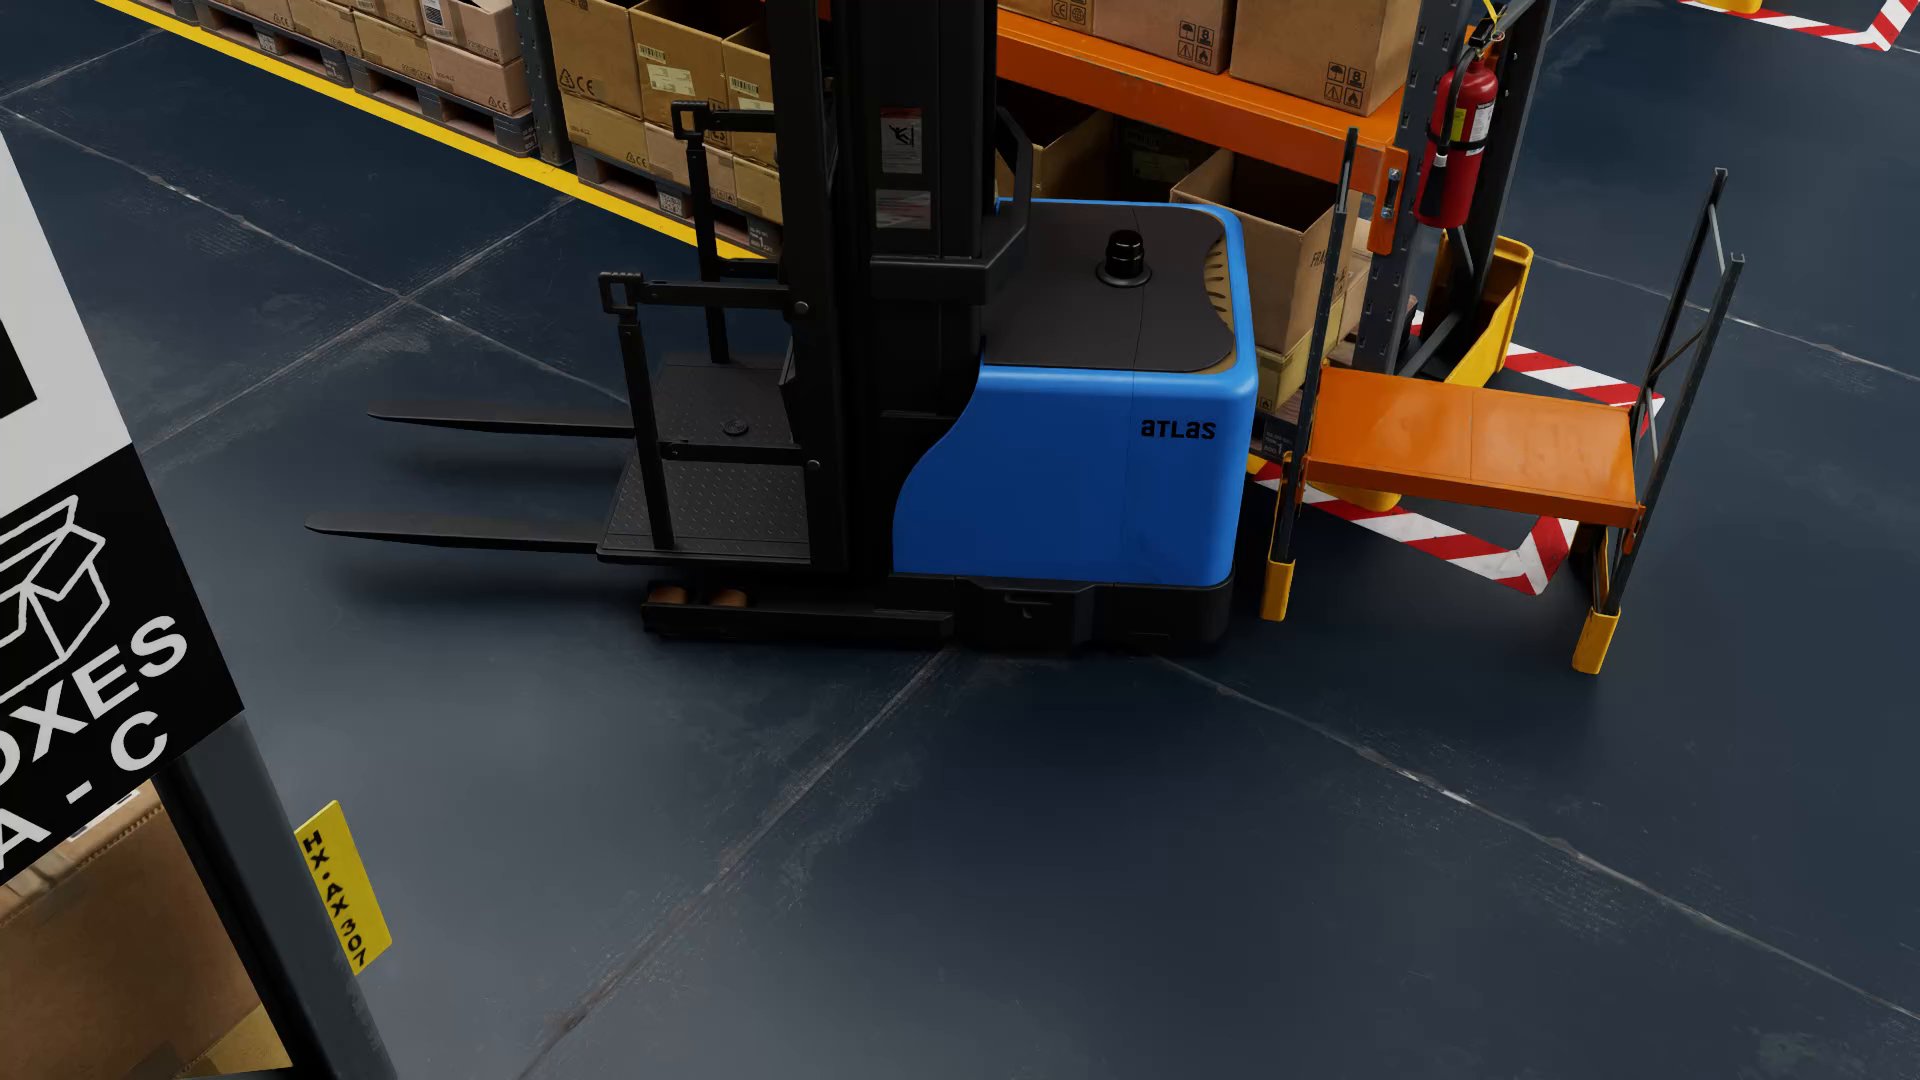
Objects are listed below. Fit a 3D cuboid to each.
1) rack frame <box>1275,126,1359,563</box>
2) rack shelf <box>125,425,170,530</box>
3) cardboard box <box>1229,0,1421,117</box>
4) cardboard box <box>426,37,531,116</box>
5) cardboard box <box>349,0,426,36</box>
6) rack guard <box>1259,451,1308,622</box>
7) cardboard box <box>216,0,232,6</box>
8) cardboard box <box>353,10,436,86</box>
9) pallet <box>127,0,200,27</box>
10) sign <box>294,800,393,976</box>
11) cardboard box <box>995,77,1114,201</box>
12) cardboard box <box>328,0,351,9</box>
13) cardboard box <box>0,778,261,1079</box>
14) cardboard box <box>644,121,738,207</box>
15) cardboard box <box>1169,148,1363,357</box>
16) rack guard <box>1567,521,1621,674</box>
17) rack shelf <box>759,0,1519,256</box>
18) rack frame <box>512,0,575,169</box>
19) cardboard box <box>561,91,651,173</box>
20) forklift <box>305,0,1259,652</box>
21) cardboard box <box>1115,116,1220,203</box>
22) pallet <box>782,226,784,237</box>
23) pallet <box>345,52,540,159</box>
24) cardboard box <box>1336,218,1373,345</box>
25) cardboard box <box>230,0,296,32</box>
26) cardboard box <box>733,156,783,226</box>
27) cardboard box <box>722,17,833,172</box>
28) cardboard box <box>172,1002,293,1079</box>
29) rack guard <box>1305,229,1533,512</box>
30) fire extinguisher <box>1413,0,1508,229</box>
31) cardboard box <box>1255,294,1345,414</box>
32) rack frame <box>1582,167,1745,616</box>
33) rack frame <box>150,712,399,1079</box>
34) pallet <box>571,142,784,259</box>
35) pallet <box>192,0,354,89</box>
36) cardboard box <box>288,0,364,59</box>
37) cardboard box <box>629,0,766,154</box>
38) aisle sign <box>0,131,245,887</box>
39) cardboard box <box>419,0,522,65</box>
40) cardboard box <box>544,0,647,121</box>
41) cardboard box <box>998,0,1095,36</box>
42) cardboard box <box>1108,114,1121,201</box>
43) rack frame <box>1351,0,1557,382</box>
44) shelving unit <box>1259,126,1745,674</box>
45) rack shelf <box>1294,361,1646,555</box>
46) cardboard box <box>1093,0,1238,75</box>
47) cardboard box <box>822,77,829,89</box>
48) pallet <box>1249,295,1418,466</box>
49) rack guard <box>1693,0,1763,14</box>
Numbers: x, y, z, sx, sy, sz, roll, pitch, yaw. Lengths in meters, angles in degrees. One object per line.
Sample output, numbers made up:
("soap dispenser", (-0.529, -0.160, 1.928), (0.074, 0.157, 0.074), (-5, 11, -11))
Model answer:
("rack frame", (1.089, -0.485, 5.167), (0.032, 1.500, 0.500), (9, 43, 10))
("rack shelf", (-2.810, -0.502, 2.351), (4.000, 0.370, 1.077), (25, 48, 25))
("cardboard box", (1.294, -1.815, 5.454), (0.500, 0.500, 0.700), (25, 48, 25))
("cardboard box", (-2.112, -2.256, 7.769), (0.500, 0.250, 0.500), (25, 47, 25))
("cardboard box", (-2.532, -2.659, 7.798), (0.500, 0.311, 0.500), (26, 48, 26))
("rack guard", (1.090, -0.019, 5.584), (0.087, 0.250, 0.587), (9, 43, 10))
("cardboard box", (-3.780, -3.038, 8.643), (0.500, 0.250, 0.500), (24, 47, 24))
("cardboard box", (-2.525, -2.451, 7.986), (0.500, 0.250, 0.500), (24, 47, 25))
("pallet", (-4.229, -3.279, 9.257), (1.213, 0.211, 1.003), (25, 48, 25))
("sign", (-0.861, 0.495, 2.298), (0.005, 0.325, 0.100), (25, 48, 25))
("cardboard box", (0.232, -1.421, 6.273), (0.500, 0.500, 0.500), (25, 48, 25))
("cardboard box", (-2.939, -2.851, 8.013), (0.500, 0.311, 0.500), (25, 47, 25))
("cardboard box", (-1.391, 0.536, 2.437), (0.500, 0.500, 0.500), (25, 48, 25))
("cardboard box", (-0.994, -1.718, 7.168), (0.500, 0.250, 0.500), (25, 48, 25))
("cardboard box", (1.059, -1.046, 5.854), (0.500, 0.500, 0.500), (25, 48, 25))
("rack guard", (2.057, 0.139, 5.407), (0.087, 0.250, 0.587), (9, 43, 10))
("rack shelf", (0.031, -2.090, 6.375), (4.000, 0.370, 1.077), (25, 48, 25))
("rack frame", (-1.606, -3.124, 6.991), (0.127, 3.000, 1.000), (25, 48, 25))
("cardboard box", (-1.401, -1.912, 7.385), (0.500, 0.250, 0.500), (25, 48, 25))
("forklift", (-0.623, -1.122, 4.805), (3.031, 2.935, 1.130), (3, 42, 3))
("cardboard box", (0.947, -1.521, 6.385), (0.500, 0.500, 0.500), (25, 48, 25))
("pallet", (0.024, -1.290, 7.034), (1.213, 0.211, 1.003), (25, 48, 25))
("pallet", (-2.232, -2.345, 8.213), (1.213, 0.211, 1.003), (25, 48, 25))
("cardboard box", (1.357, -1.051, 6.422), (0.500, 0.250, 0.500), (25, 48, 25))
("cardboard box", (-3.360, -2.842, 8.424), (0.500, 0.250, 0.500), (26, 48, 26))
("cardboard box", (-0.588, -1.524, 6.951), (0.500, 0.250, 0.500), (25, 48, 25))
("cardboard box", (-0.587, -1.804, 6.701), (0.500, 0.500, 0.500), (25, 48, 25))
("cardboard box", (-1.390, 0.802, 2.702), (0.500, 0.250, 0.500), (24, 47, 24))
("rack guard", (1.688, -0.651, 6.103), (0.348, 0.500, 1.175), (25, 48, 25))
("fire extinguisher", (1.499, -1.264, 4.972), (0.183, 0.674, 0.296), (25, 48, 25))
("cardboard box", (1.060, -0.768, 6.106), (0.500, 0.250, 0.500), (25, 48, 25))
("rack frame", (2.076, -0.324, 4.987), (0.032, 1.500, 0.500), (9, 43, 10))
("rack frame", (-1.173, 1.114, 2.256), (0.127, 3.000, 1.000), (25, 48, 25))
("pallet", (-0.979, -1.757, 7.555), (1.213, 0.211, 1.003), (25, 48, 25))
("pallet", (-3.235, -2.812, 8.734), (1.213, 0.211, 1.003), (25, 48, 25))
("cardboard box", (-2.944, -2.646, 8.205), (0.500, 0.250, 0.500), (26, 48, 26))
("cardboard box", (-0.992, -1.999, 6.920), (0.500, 0.500, 0.500), (25, 48, 25))
("aisle sign", (-0.941, 0.009, 1.541), (0.004, 0.787, 0.394), (25, 48, 25))
("cardboard box", (-2.102, -2.463, 7.580), (0.500, 0.311, 0.500), (25, 48, 25))
("cardboard box", (-1.406, -2.186, 7.129), (0.500, 0.500, 0.500), (25, 48, 25))
("cardboard box", (0.458, -2.207, 5.892), (0.500, 0.500, 0.700), (25, 48, 26))
("cardboard box", (0.530, -1.705, 6.591), (0.500, 0.500, 0.500), (25, 48, 25))
("rack frame", (1.669, -1.592, 5.280), (0.127, 3.000, 1.000), (25, 48, 25))
("shelving unit", (1.573, -0.406, 5.079), (1.083, 1.500, 0.587), (9, 43, 10))
("rack shelf", (1.582, -0.270, 5.197), (1.000, 0.185, 0.538), (9, 43, 10))
("cardboard box", (0.861, -2.014, 5.676), (0.500, 0.500, 0.700), (26, 48, 26))
("cardboard box", (-0.177, -1.613, 6.488), (0.500, 0.500, 0.500), (25, 48, 25))
("pallet", (1.019, -0.823, 6.511), (1.213, 0.211, 1.003), (25, 48, 25))
("rack guard", (4.427, -3.367, 9.138), (0.348, 0.500, 1.175), (25, 48, 25))
